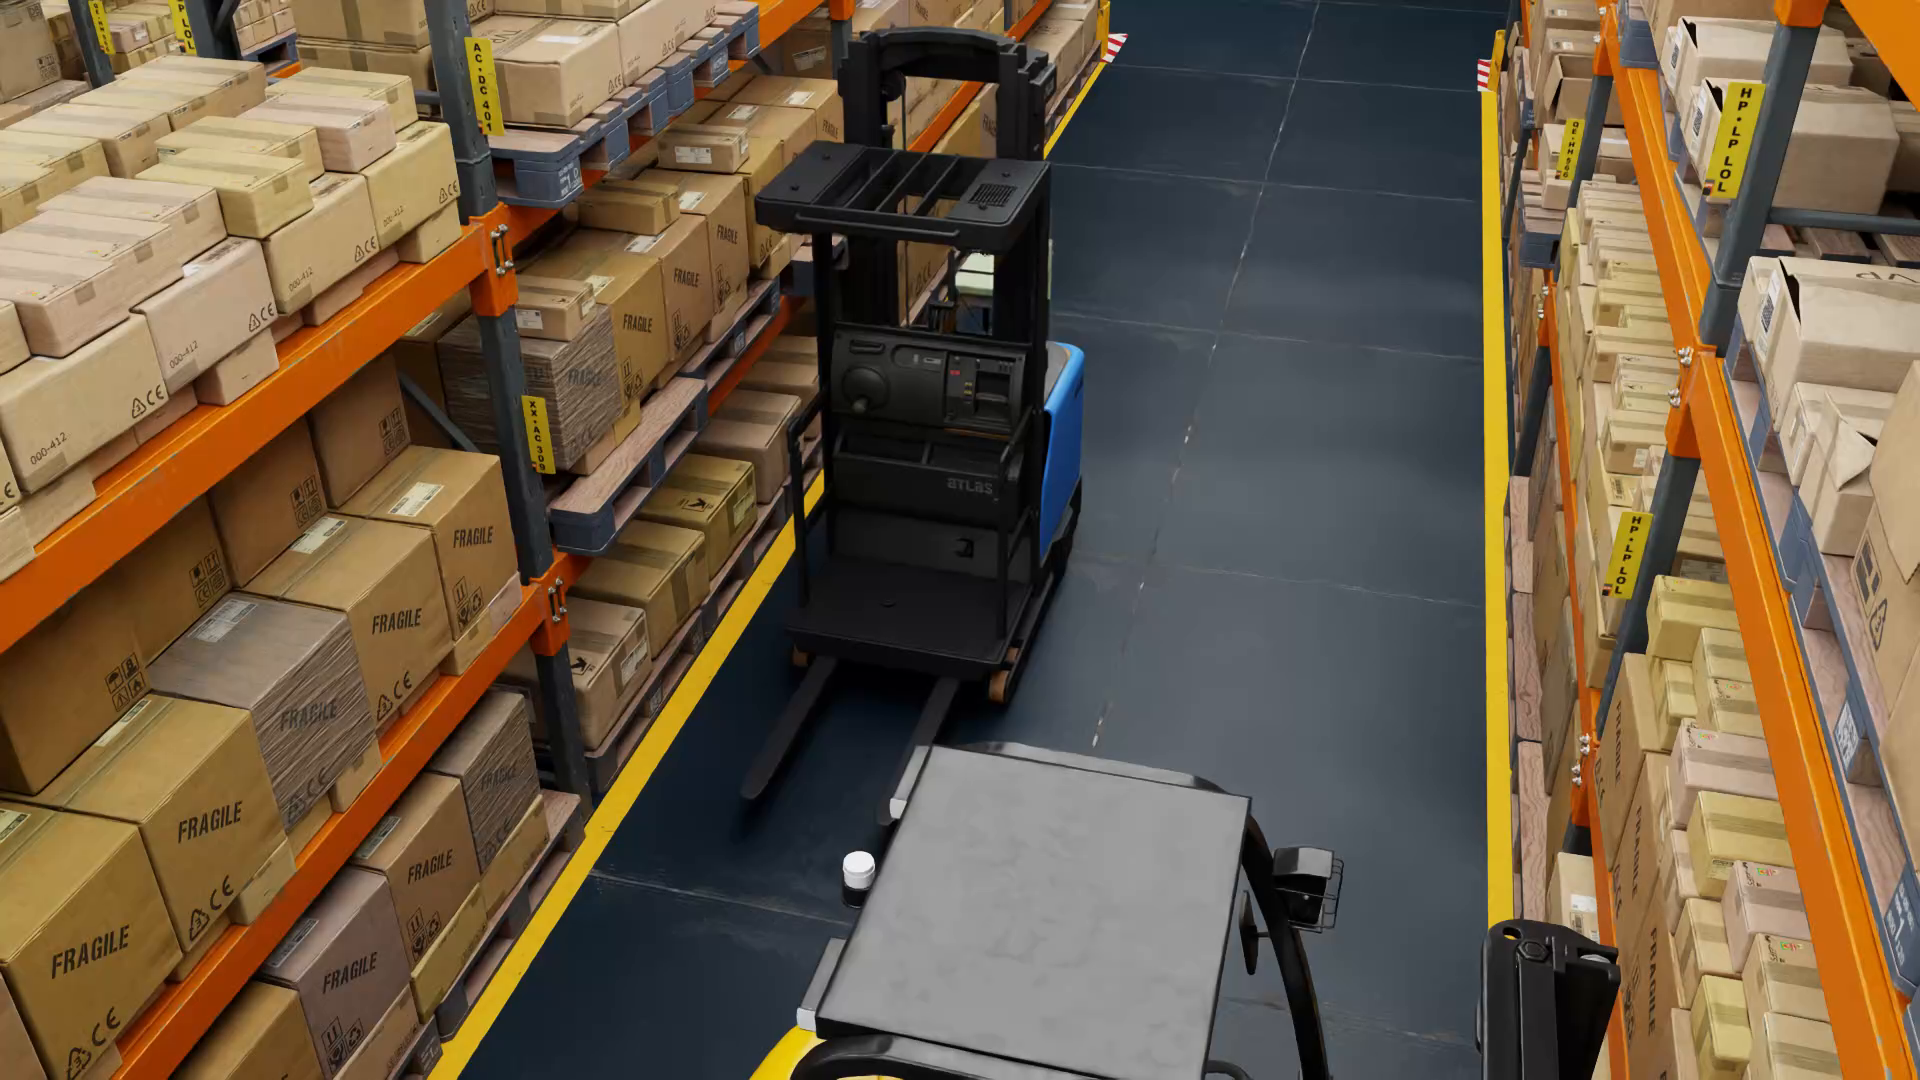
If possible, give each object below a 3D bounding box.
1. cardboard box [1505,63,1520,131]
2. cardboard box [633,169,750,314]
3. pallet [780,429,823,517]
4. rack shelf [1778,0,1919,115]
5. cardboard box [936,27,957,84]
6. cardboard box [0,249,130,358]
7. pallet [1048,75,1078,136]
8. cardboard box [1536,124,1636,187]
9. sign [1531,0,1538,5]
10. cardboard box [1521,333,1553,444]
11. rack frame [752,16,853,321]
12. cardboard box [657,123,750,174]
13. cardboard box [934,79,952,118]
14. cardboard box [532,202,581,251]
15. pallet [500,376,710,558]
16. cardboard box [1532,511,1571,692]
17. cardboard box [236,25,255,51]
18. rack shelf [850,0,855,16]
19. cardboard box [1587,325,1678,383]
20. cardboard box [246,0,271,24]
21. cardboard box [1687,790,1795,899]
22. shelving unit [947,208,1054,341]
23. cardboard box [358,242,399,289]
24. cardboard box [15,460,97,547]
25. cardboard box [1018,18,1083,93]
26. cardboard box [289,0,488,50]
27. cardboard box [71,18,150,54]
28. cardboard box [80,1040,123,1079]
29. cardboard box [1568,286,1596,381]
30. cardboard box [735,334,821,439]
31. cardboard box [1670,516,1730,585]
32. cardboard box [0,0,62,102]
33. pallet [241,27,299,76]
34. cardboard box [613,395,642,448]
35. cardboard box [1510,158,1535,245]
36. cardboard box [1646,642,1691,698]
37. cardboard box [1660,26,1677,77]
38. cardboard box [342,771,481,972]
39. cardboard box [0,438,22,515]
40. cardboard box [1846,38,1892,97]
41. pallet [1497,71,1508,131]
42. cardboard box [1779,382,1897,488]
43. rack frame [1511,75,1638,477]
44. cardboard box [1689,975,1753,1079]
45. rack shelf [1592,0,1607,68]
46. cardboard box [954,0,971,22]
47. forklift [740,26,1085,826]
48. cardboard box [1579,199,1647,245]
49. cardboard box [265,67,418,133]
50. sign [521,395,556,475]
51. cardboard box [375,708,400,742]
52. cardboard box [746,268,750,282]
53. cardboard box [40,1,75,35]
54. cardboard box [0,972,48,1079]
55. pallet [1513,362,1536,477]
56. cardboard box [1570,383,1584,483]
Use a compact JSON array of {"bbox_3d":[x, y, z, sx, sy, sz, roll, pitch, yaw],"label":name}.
[{"bbox_3d":[4.997,-3.771,14.325,0.500,0.500,0.500,9,33,13],"label":"cardboard box"},{"bbox_3d":[-1.337,-1.431,7.943,0.500,0.500,0.500,7,33,10],"label":"cardboard box"},{"bbox_3d":[-1.303,-0.593,9.986,1.003,0.211,1.213,8,33,12],"label":"pallet"},{"bbox_3d":[2.176,-0.447,2.608,1.077,0.370,4.000,8,33,12],"label":"rack shelf"},{"bbox_3d":[-0.324,-3.338,11.379,0.500,0.250,0.500,9,33,13],"label":"cardboard box"},{"bbox_3d":[-2.289,-0.584,4.067,0.380,0.149,0.250,8,33,13],"label":"cardboard box"},{"bbox_3d":[0.488,-4.093,15.491,1.003,0.211,1.213,8,33,12],"label":"pallet"},{"bbox_3d":[3.654,-2.207,9.673,0.500,0.250,0.500,6,33,10],"label":"cardboard box"},{"bbox_3d":[4.187,-4.012,11.958,0.100,0.325,0.005,8,33,12],"label":"sign"},{"bbox_3d":[3.598,-0.872,9.764,0.500,0.500,0.500,9,34,14],"label":"cardboard box"},{"bbox_3d":[-1.103,-2.175,9.875,1.000,3.000,0.127,8,33,12],"label":"rack frame"},{"bbox_3d":[-1.246,-1.906,8.086,0.380,0.149,0.250,6,33,10],"label":"cardboard box"},{"bbox_3d":[-0.362,-3.128,11.515,0.500,0.250,0.500,8,33,12],"label":"cardboard box"},{"bbox_3d":[-1.962,-1.240,7.642,0.500,0.500,0.500,9,34,14],"label":"cardboard box"},{"bbox_3d":[-1.784,-0.395,7.254,1.003,0.211,1.213,8,33,12],"label":"pallet"},{"bbox_3d":[3.199,0.335,7.749,0.875,0.625,0.625,7,33,10],"label":"cardboard box"},{"bbox_3d":[-5.340,-3.630,12.007,0.380,0.149,0.250,9,34,14],"label":"cardboard box"},{"bbox_3d":[-0.596,-4.175,10.896,1.077,0.370,4.000,8,33,12],"label":"rack shelf"},{"bbox_3d":[2.844,-0.764,6.958,0.380,0.149,0.250,7,33,11],"label":"cardboard box"},{"bbox_3d":[-5.275,-3.885,12.131,0.380,0.149,0.250,8,33,12],"label":"cardboard box"},{"bbox_3d":[2.077,0.798,4.224,0.380,0.149,0.250,8,33,12],"label":"cardboard box"},{"bbox_3d":[0.232,-1.075,9.543,0.431,1.500,0.755,9,33,13],"label":"shelving unit"},{"bbox_3d":[-2.052,-0.935,5.363,0.380,0.149,0.250,8,33,13],"label":"cardboard box"},{"bbox_3d":[-2.383,-0.125,4.088,0.380,0.149,0.250,7,33,11],"label":"cardboard box"},{"bbox_3d":[0.632,-4.590,15.671,0.875,0.438,0.875,9,34,14],"label":"cardboard box"},{"bbox_3d":[-2.094,-2.008,6.099,0.500,0.250,0.500,9,33,13],"label":"cardboard box"},{"bbox_3d":[-5.611,-3.334,10.987,0.380,0.149,0.250,8,33,12],"label":"cardboard box"},{"bbox_3d":[-2.509,1.411,4.469,0.380,0.149,0.250,9,34,14],"label":"cardboard box"},{"bbox_3d":[3.072,-0.923,7.580,0.500,0.250,0.500,7,33,11],"label":"cardboard box"},{"bbox_3d":[-1.256,-0.951,10.008,0.950,0.372,0.625,6,33,9],"label":"cardboard box"},{"bbox_3d":[2.556,0.051,5.676,0.380,0.149,0.250,9,34,14],"label":"cardboard box"},{"bbox_3d":[-6.040,-3.029,10.193,0.700,0.500,0.500,8,33,12],"label":"cardboard box"},{"bbox_3d":[-5.454,-3.748,12.529,1.003,0.211,1.213,8,33,12],"label":"pallet"},{"bbox_3d":[-1.601,-0.543,7.150,0.380,0.149,0.250,9,33,13],"label":"cardboard box"},{"bbox_3d":[4.374,-2.479,12.292,0.500,0.500,0.500,9,34,14],"label":"cardboard box"},{"bbox_3d":[2.349,0.388,5.145,0.380,0.149,0.250,8,33,12],"label":"cardboard box"},{"bbox_3d":[2.865,-1.817,6.265,0.380,0.149,0.250,8,33,12],"label":"cardboard box"},{"bbox_3d":[-2.136,1.175,6.078,0.500,0.500,0.500,9,33,13],"label":"cardboard box"},{"bbox_3d":[-2.504,-0.108,3.690,0.500,0.250,0.500,9,34,14],"label":"cardboard box"},{"bbox_3d":[3.232,-1.772,6.179,0.380,0.166,0.250,8,33,12],"label":"cardboard box"},{"bbox_3d":[5.508,-4.022,15.381,1.003,0.211,1.213,8,33,12],"label":"pallet"},{"bbox_3d":[2.081,-0.214,3.745,0.380,0.149,0.250,9,34,14],"label":"cardboard box"},{"bbox_3d":[3.699,-1.501,8.815,1.000,3.000,0.127,8,33,12],"label":"rack frame"},{"bbox_3d":[1.937,1.188,3.887,0.380,0.149,0.250,7,33,11],"label":"cardboard box"},{"bbox_3d":[4.206,-3.501,9.836,1.077,0.370,4.000,8,33,12],"label":"rack shelf"},{"bbox_3d":[-0.230,-3.919,11.593,0.500,0.500,0.500,9,34,14],"label":"cardboard box"},{"bbox_3d":[-0.210,-0.685,7.595,1.130,2.935,3.031,9,33,13],"label":"forklift"},{"bbox_3d":[3.267,-1.553,8.199,0.380,0.149,0.250,9,33,13],"label":"cardboard box"},{"bbox_3d":[-1.988,-1.401,5.353,0.380,0.149,0.250,9,33,13],"label":"cardboard box"},{"bbox_3d":[-1.592,-0.395,6.268,0.100,0.325,0.005,8,33,12],"label":"sign"},{"bbox_3d":[-2.180,0.597,5.748,0.380,0.149,0.250,8,33,12],"label":"cardboard box"},{"bbox_3d":[-1.291,-1.371,8.453,0.380,0.149,0.250,8,33,13],"label":"cardboard box"},{"bbox_3d":[-6.170,-3.565,11.351,0.380,0.149,0.250,8,33,12],"label":"cardboard box"},{"bbox_3d":[-2.617,1.332,3.989,0.500,0.500,0.500,9,34,14],"label":"cardboard box"},{"bbox_3d":[3.925,-0.707,10.165,1.003,0.211,1.213,8,33,12],"label":"pallet"},{"bbox_3d":[2.960,-0.443,7.291,0.500,0.250,0.500,9,34,14],"label":"cardboard box"}]
